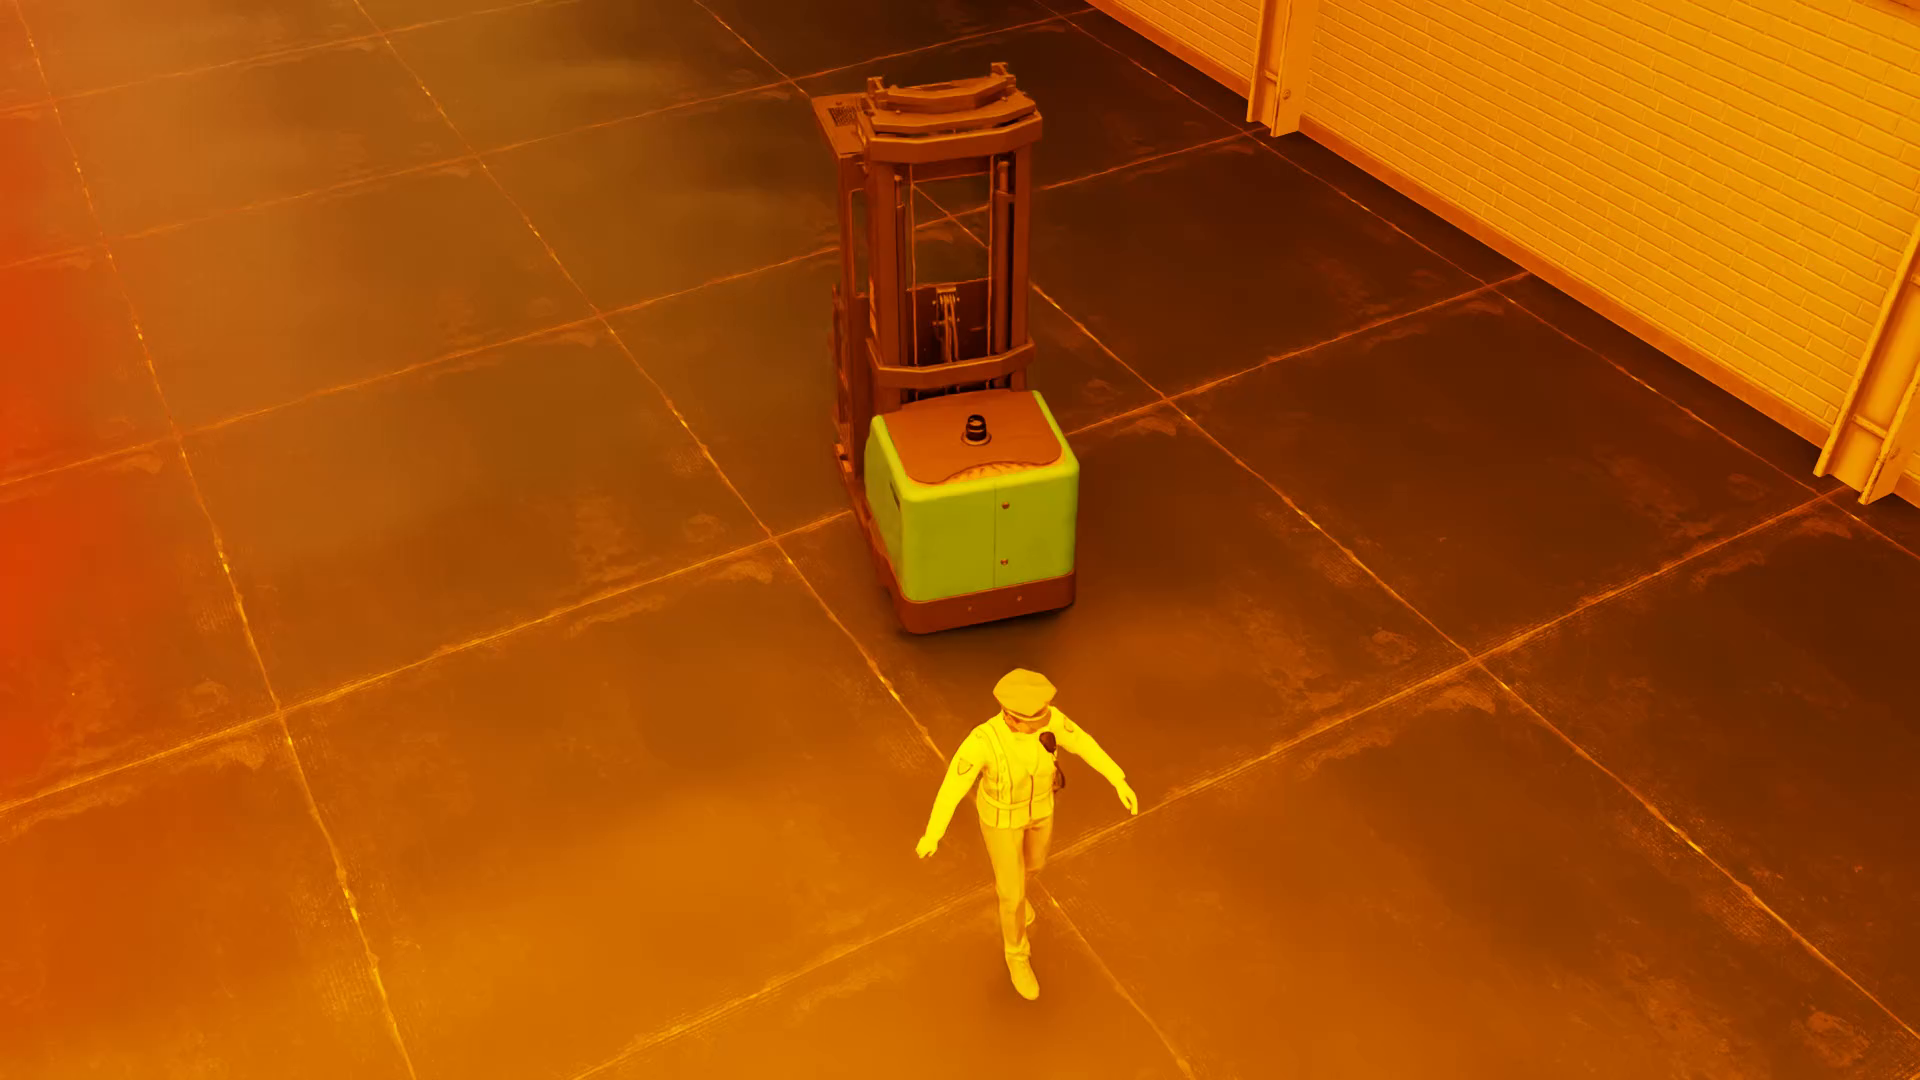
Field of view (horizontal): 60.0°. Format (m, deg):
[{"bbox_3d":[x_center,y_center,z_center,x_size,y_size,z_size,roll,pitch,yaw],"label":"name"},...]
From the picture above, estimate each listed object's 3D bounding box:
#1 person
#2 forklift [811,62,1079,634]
[{"bbox_3d":[0.279,1.312,7.498,0.919,1.672,0.658,-20,44,-22],"label":"person"},{"bbox_3d":[-0.212,-1.536,9.889,1.130,2.935,3.031,-10,41,-12],"label":"forklift"}]
